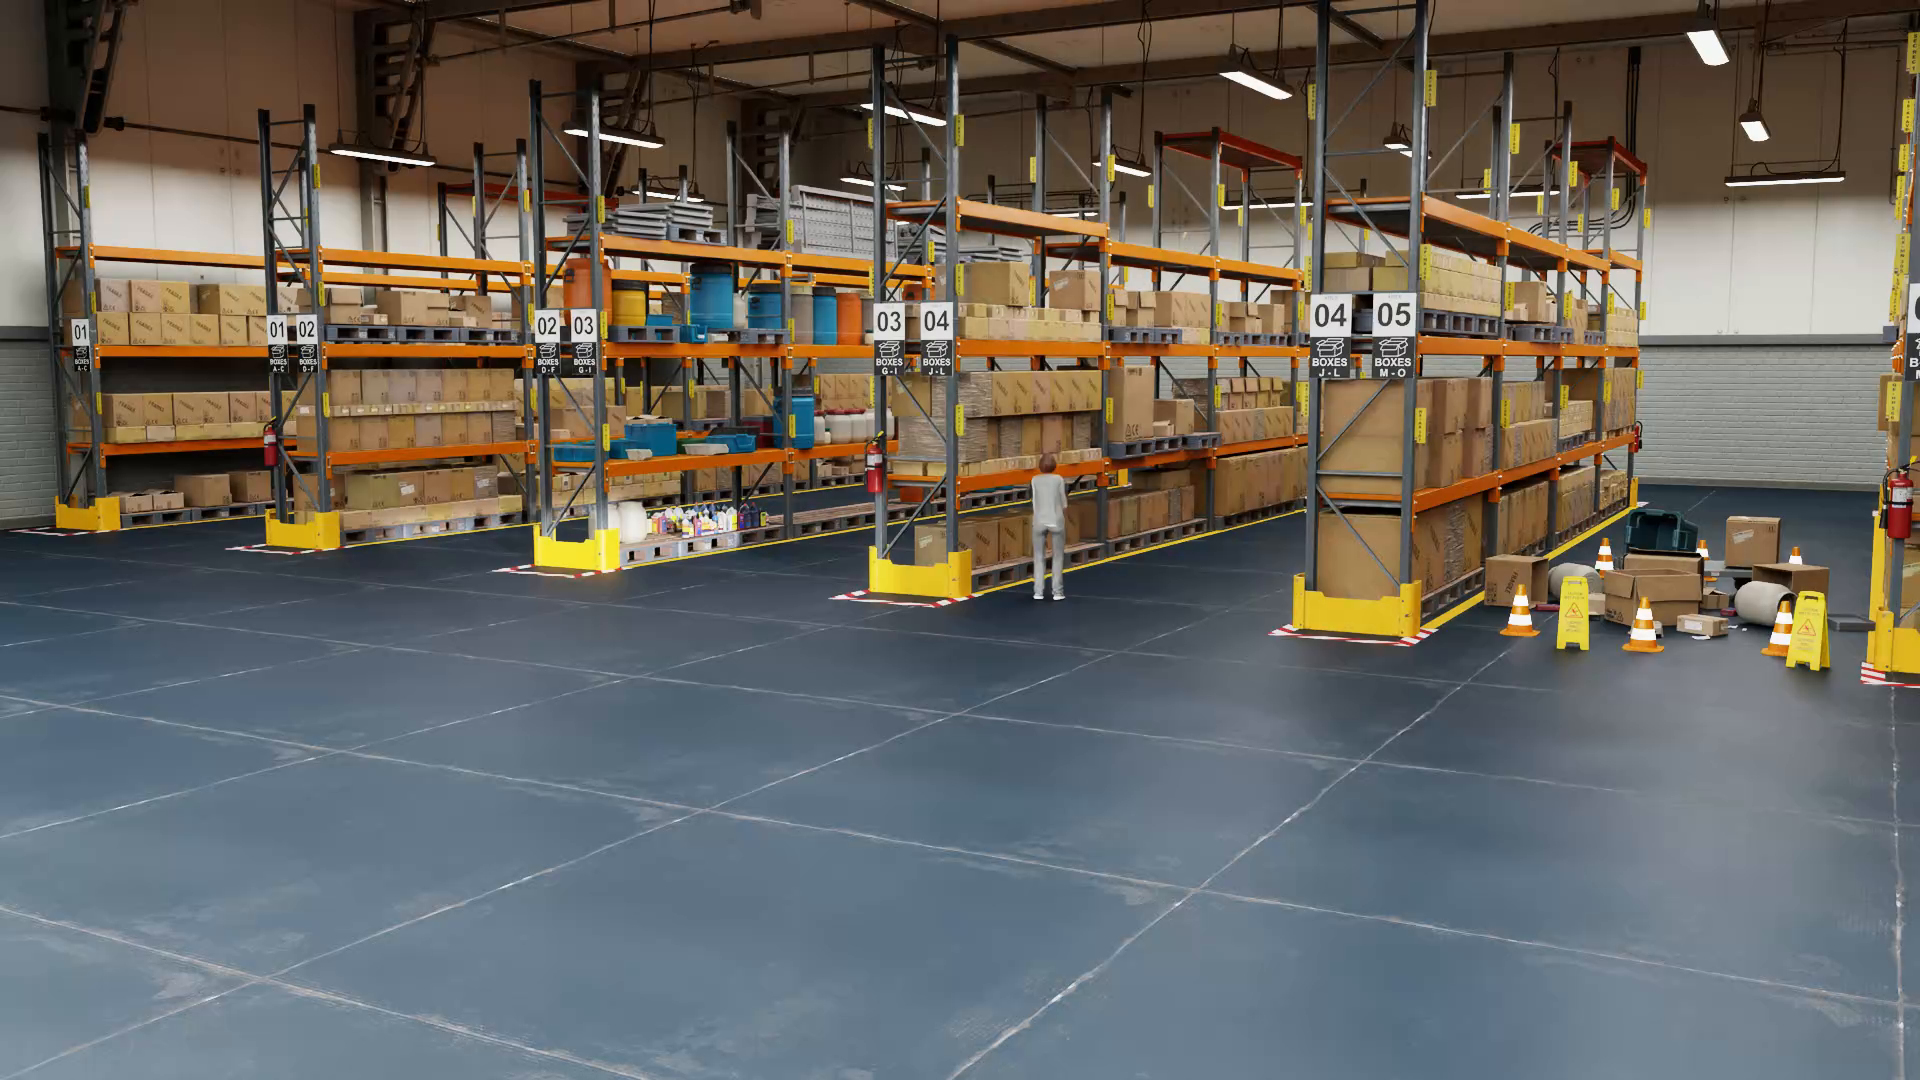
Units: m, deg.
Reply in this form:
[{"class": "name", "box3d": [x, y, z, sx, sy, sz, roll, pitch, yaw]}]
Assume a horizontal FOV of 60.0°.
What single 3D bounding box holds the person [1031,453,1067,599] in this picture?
[{"class": "person", "box3d": [0.967, -0.155, 18.023, 0.383, 1.599, 0.495, 1, 6, 9]}]
